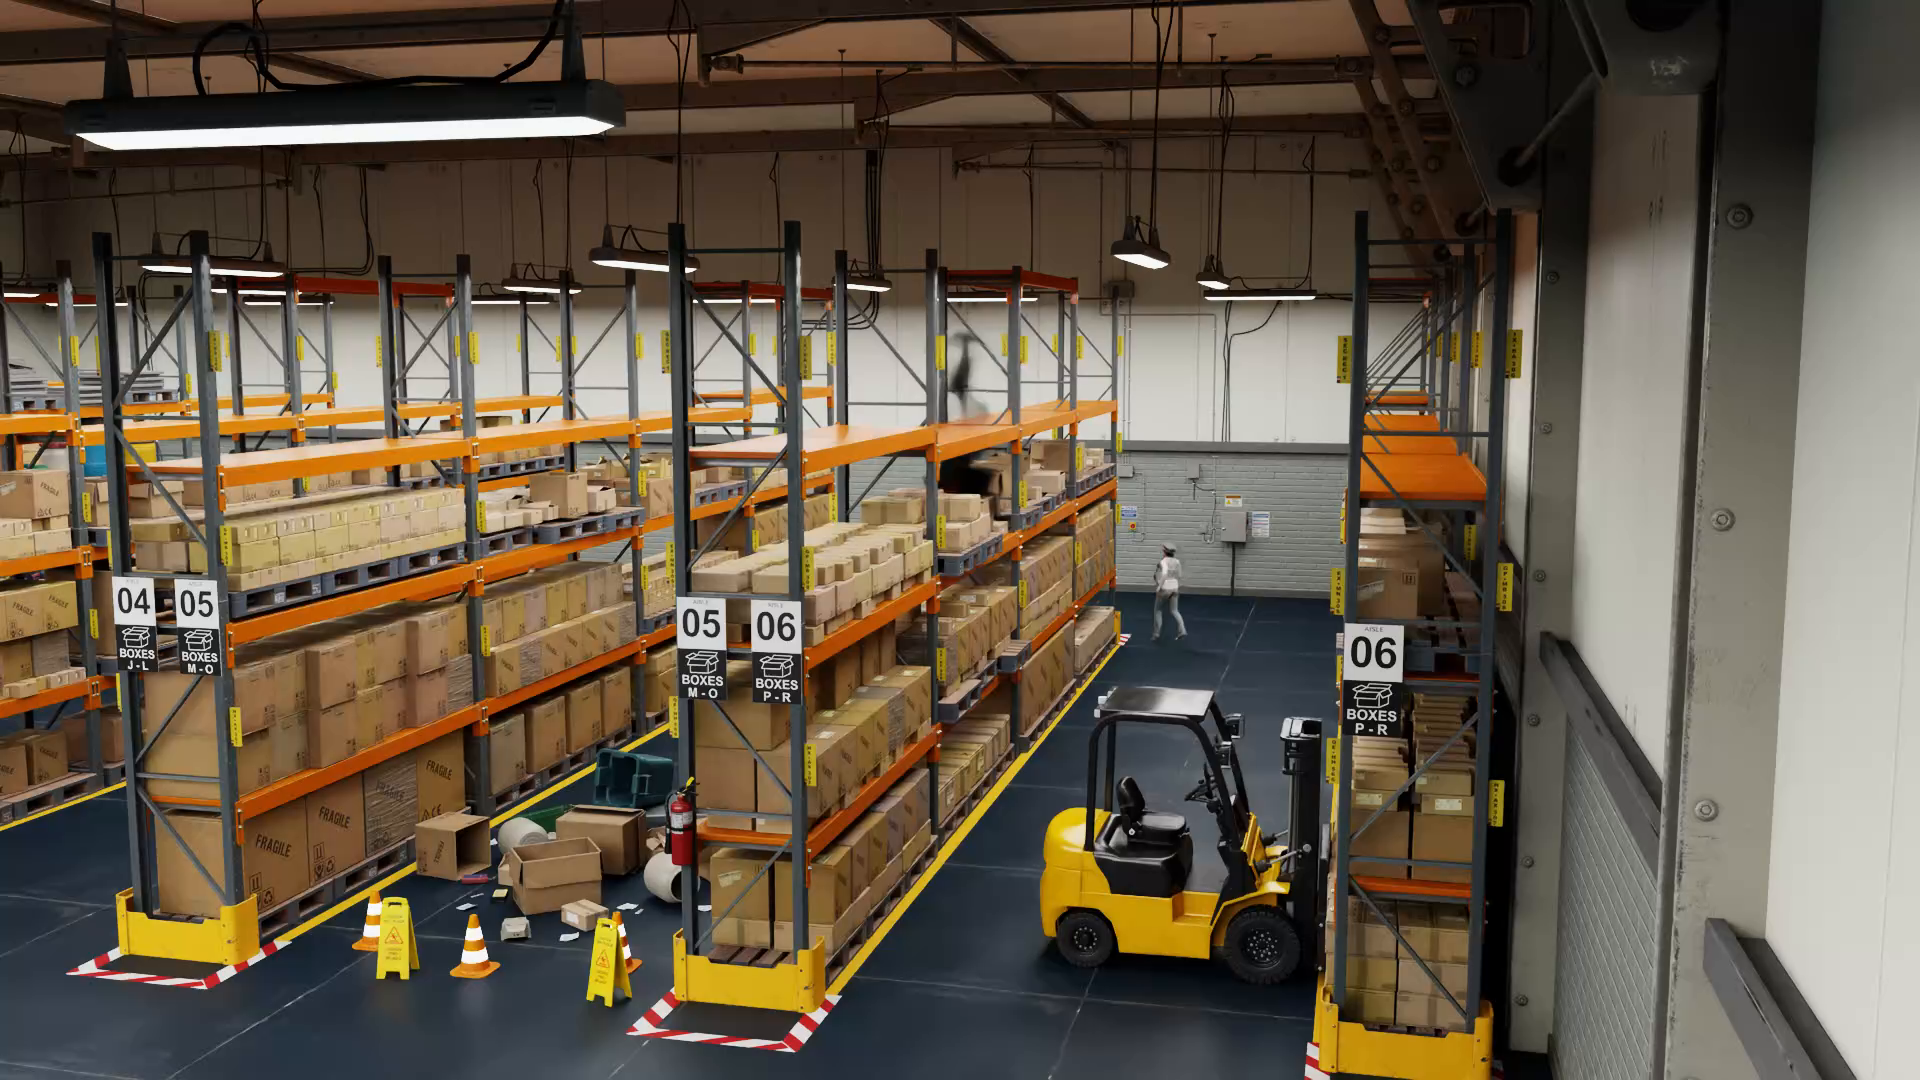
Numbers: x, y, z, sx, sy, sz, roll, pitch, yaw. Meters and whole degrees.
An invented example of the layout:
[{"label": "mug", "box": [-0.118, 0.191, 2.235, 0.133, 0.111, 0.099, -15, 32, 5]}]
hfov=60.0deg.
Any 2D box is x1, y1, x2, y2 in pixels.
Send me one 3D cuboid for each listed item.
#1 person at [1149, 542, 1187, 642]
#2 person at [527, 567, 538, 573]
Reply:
[{"label": "person", "box": [3.538, 0.900, 28.077, 0.594, 1.730, 0.886, -4, 8, -29]}, {"label": "person", "box": [-6.546, 1.229, 25.721, 0.600, 1.647, 0.605, 1, 7, 7]}]
